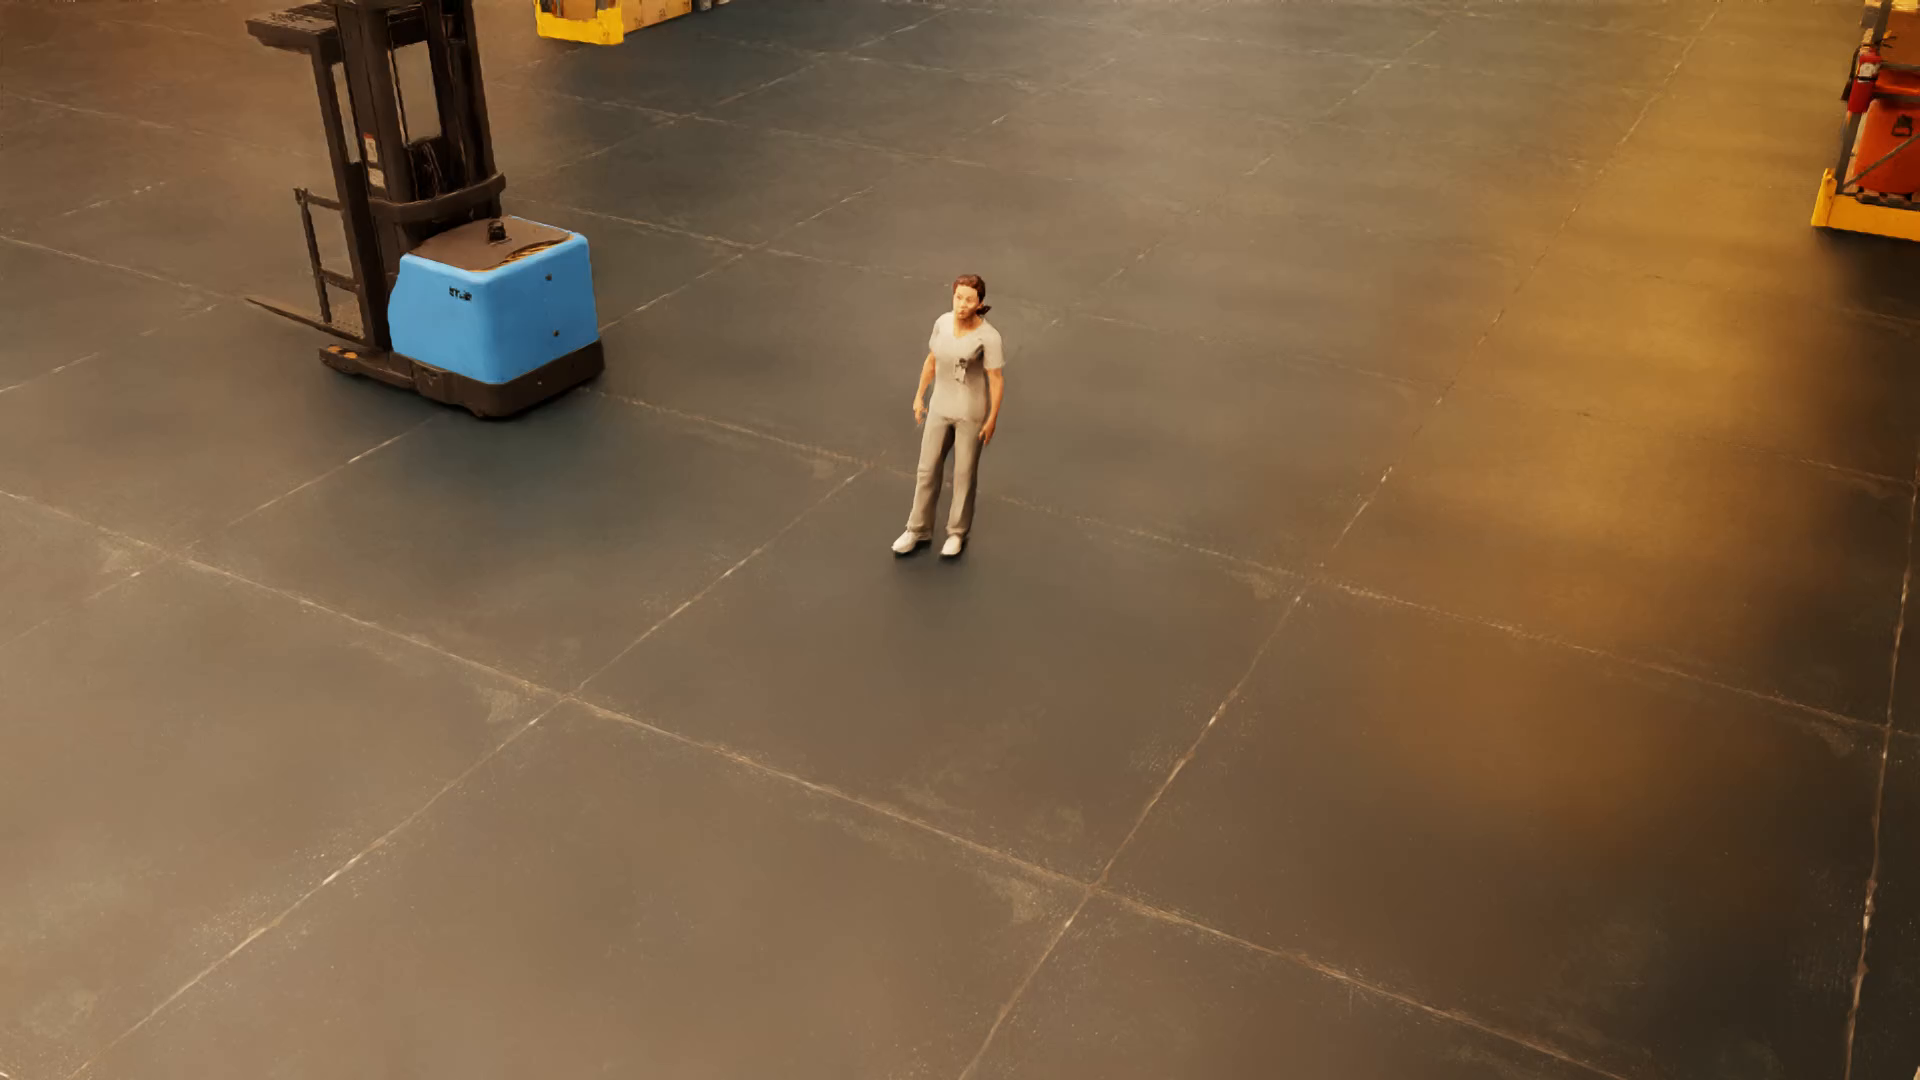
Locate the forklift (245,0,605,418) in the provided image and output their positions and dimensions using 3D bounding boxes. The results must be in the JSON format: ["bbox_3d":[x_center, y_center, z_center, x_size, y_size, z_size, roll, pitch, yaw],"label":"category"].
[{"bbox_3d":[-4.071,-2.666,11.691,3.031,2.935,1.130,19,35,29],"label":"forklift"}]

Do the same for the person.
[{"bbox_3d":[-0.051,-0.694,9.527,0.550,1.663,0.532,15,33,25],"label":"person"}]
